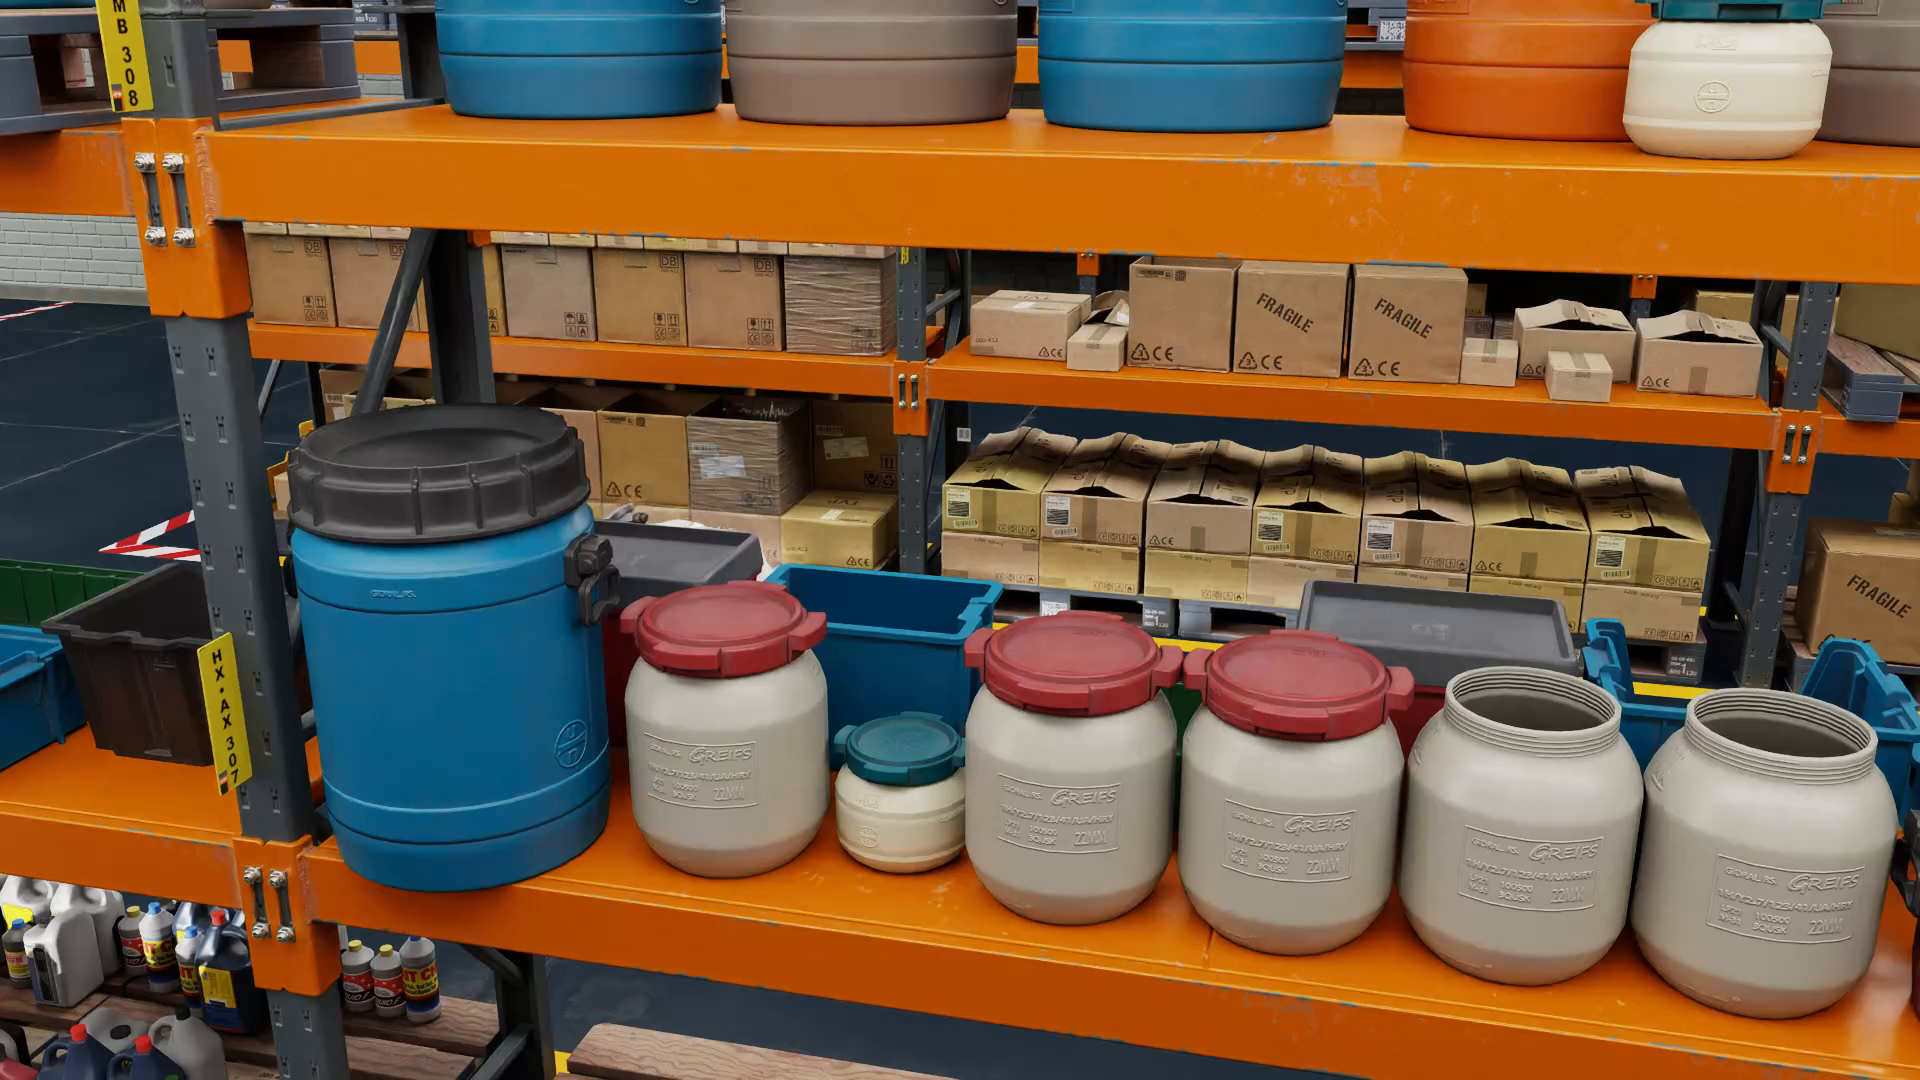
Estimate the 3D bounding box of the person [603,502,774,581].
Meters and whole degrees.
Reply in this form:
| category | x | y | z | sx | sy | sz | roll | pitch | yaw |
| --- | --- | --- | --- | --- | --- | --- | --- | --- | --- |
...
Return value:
| category | x | y | z | sx | sy | sz | roll | pitch | yaw |
| --- | --- | --- | --- | --- | --- | --- | --- | --- | --- |
| person | -1.257 | 0.246 | 7.662 | 0.871 | 0.843 | 0.473 | 5 | 19 | 14 |
